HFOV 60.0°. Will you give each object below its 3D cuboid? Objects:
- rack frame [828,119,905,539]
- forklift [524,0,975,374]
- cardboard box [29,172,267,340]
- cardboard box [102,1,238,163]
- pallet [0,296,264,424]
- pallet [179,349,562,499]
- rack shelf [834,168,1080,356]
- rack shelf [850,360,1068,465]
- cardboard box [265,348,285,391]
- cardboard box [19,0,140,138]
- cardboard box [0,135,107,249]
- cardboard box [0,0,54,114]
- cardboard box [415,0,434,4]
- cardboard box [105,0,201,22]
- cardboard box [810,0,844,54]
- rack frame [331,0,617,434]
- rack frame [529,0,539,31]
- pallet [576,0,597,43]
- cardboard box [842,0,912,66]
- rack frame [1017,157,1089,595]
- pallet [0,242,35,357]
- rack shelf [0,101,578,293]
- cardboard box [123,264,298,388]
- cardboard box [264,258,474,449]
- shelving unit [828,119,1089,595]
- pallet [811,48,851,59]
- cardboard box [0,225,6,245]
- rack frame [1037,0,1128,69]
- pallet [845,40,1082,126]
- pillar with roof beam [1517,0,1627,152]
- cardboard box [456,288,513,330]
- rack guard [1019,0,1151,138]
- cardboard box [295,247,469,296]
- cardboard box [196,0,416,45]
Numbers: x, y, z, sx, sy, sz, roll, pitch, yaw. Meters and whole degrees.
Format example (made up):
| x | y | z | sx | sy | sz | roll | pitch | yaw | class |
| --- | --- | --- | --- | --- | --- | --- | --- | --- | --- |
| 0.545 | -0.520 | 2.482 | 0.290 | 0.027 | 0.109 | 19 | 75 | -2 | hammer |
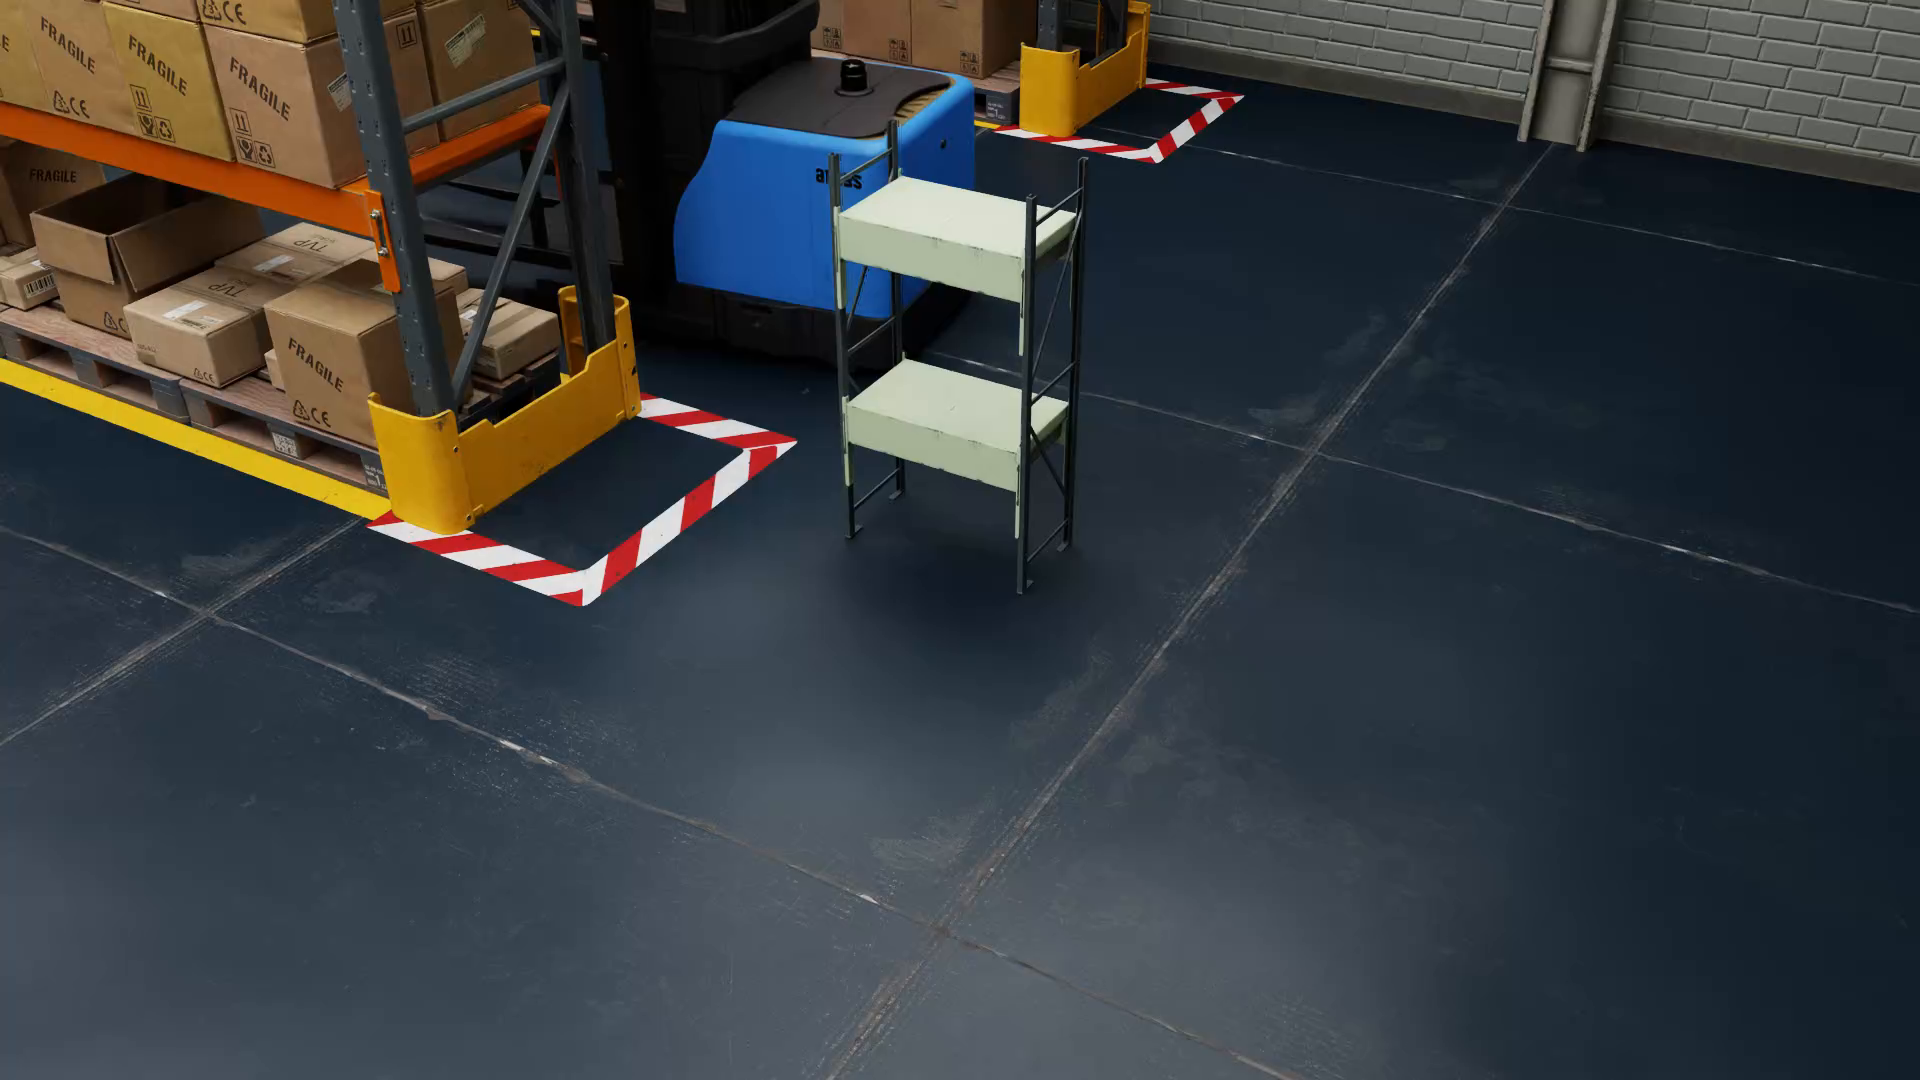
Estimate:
| x | y | z | sx | sy | sz | roll | pitch | yaw | class |
| --- | --- | --- | --- | --- | --- | --- | --- | --- | --- |
| -0.324 | -0.727 | 5.988 | 0.023 | 1.500 | 0.400 | 18 | 37 | 24 | rack frame |
| -1.487 | -2.470 | 7.315 | 3.031 | 2.935 | 1.130 | 13 | 36 | 19 | forklift |
| -3.545 | -1.291 | 7.337 | 0.637 | 0.503 | 0.797 | 18 | 37 | 24 | cardboard box |
| -2.681 | -1.736 | 6.060 | 0.500 | 0.500 | 0.500 | 18 | 38 | 25 | cardboard box |
| -3.519 | -0.976 | 7.525 | 1.213 | 0.211 | 1.003 | 18 | 37 | 24 | pallet |
| -2.464 | -0.640 | 7.020 | 1.213 | 0.211 | 1.003 | 18 | 37 | 24 | pallet |
| -0.006 | -0.951 | 5.621 | 0.720 | 0.370 | 0.431 | 18 | 37 | 24 | rack shelf |
| -0.006 | -0.436 | 5.964 | 0.686 | 0.124 | 0.368 | 18 | 37 | 24 | rack shelf |
| -2.607 | -0.750 | 6.830 | 0.250 | 0.166 | 0.380 | 18 | 37 | 24 | cardboard box |
| -3.112 | -1.875 | 6.270 | 0.500 | 0.500 | 0.500 | 18 | 38 | 25 | cardboard box |
| -4.543 | -1.783 | 8.080 | 0.500 | 0.500 | 0.500 | 18 | 37 | 24 | cardboard box |
| -3.549 | -2.014 | 6.478 | 0.500 | 0.500 | 0.500 | 17 | 37 | 24 | cardboard box |
| -1.960 | -2.267 | 5.956 | 0.500 | 0.500 | 0.500 | 19 | 38 | 26 | cardboard box |
| -2.667 | -2.147 | 5.776 | 0.500 | 0.500 | 0.500 | 19 | 38 | 26 | cardboard box |
| -0.780 | -3.500 | 10.676 | 0.500 | 0.500 | 0.700 | 16 | 37 | 23 | cardboard box |
| -1.705 | -1.561 | 5.888 | 0.127 | 3.000 | 1.000 | 18 | 37 | 24 | rack frame |
| -2.724 | -5.046 | 11.121 | 0.127 | 3.000 | 1.000 | 18 | 37 | 24 | rack frame |
| -2.102 | -3.638 | 11.523 | 1.213 | 0.211 | 1.003 | 18 | 37 | 24 | pallet |
| -0.343 | -3.362 | 10.469 | 0.500 | 0.500 | 0.700 | 17 | 37 | 24 | cardboard box |
| 0.312 | -0.525 | 5.686 | 0.023 | 1.500 | 0.400 | 18 | 37 | 24 | rack frame |
| -4.582 | -1.311 | 8.028 | 1.213 | 0.211 | 1.003 | 18 | 37 | 24 | pallet |
| -3.442 | -1.811 | 6.913 | 4.000 | 0.370 | 1.077 | 18 | 37 | 24 | rack shelf |
| -3.110 | -0.906 | 6.988 | 0.500 | 0.250 | 0.500 | 18 | 37 | 24 | cardboard box |
| -2.300 | -0.734 | 6.505 | 0.500 | 0.500 | 0.500 | 18 | 37 | 24 | cardboard box |
| -0.006 | -0.626 | 5.837 | 0.755 | 1.500 | 0.431 | 18 | 37 | 24 | shelving unit |
| -1.039 | -3.303 | 11.020 | 1.213 | 0.211 | 1.003 | 18 | 37 | 24 | pallet |
| -4.921 | -1.505 | 7.833 | 0.500 | 0.311 | 0.500 | 18 | 37 | 24 | cardboard box |
| 0.749 | -3.946 | 9.469 | 0.127 | 3.000 | 1.000 | 18 | 37 | 24 | rack frame |
| 0.016 | -2.967 | 10.515 | 1.213 | 0.211 | 1.003 | 18 | 37 | 24 | pallet |
| 1.387 | -4.045 | 4.205 | 0.400 | 9.000 | 9.100 | 18 | 37 | 24 | pillar with roof beam |
| -2.115 | -0.914 | 7.075 | 0.250 | 0.166 | 0.380 | 18 | 37 | 24 | cardboard box |
| 0.770 | -2.899 | 10.152 | 0.348 | 0.500 | 1.175 | 18 | 37 | 24 | rack guard |
| -2.471 | -1.023 | 7.164 | 0.500 | 0.250 | 0.500 | 18 | 37 | 24 | cardboard box |
| -2.228 | -2.009 | 5.568 | 0.500 | 0.500 | 0.500 | 17 | 37 | 24 | cardboard box |
